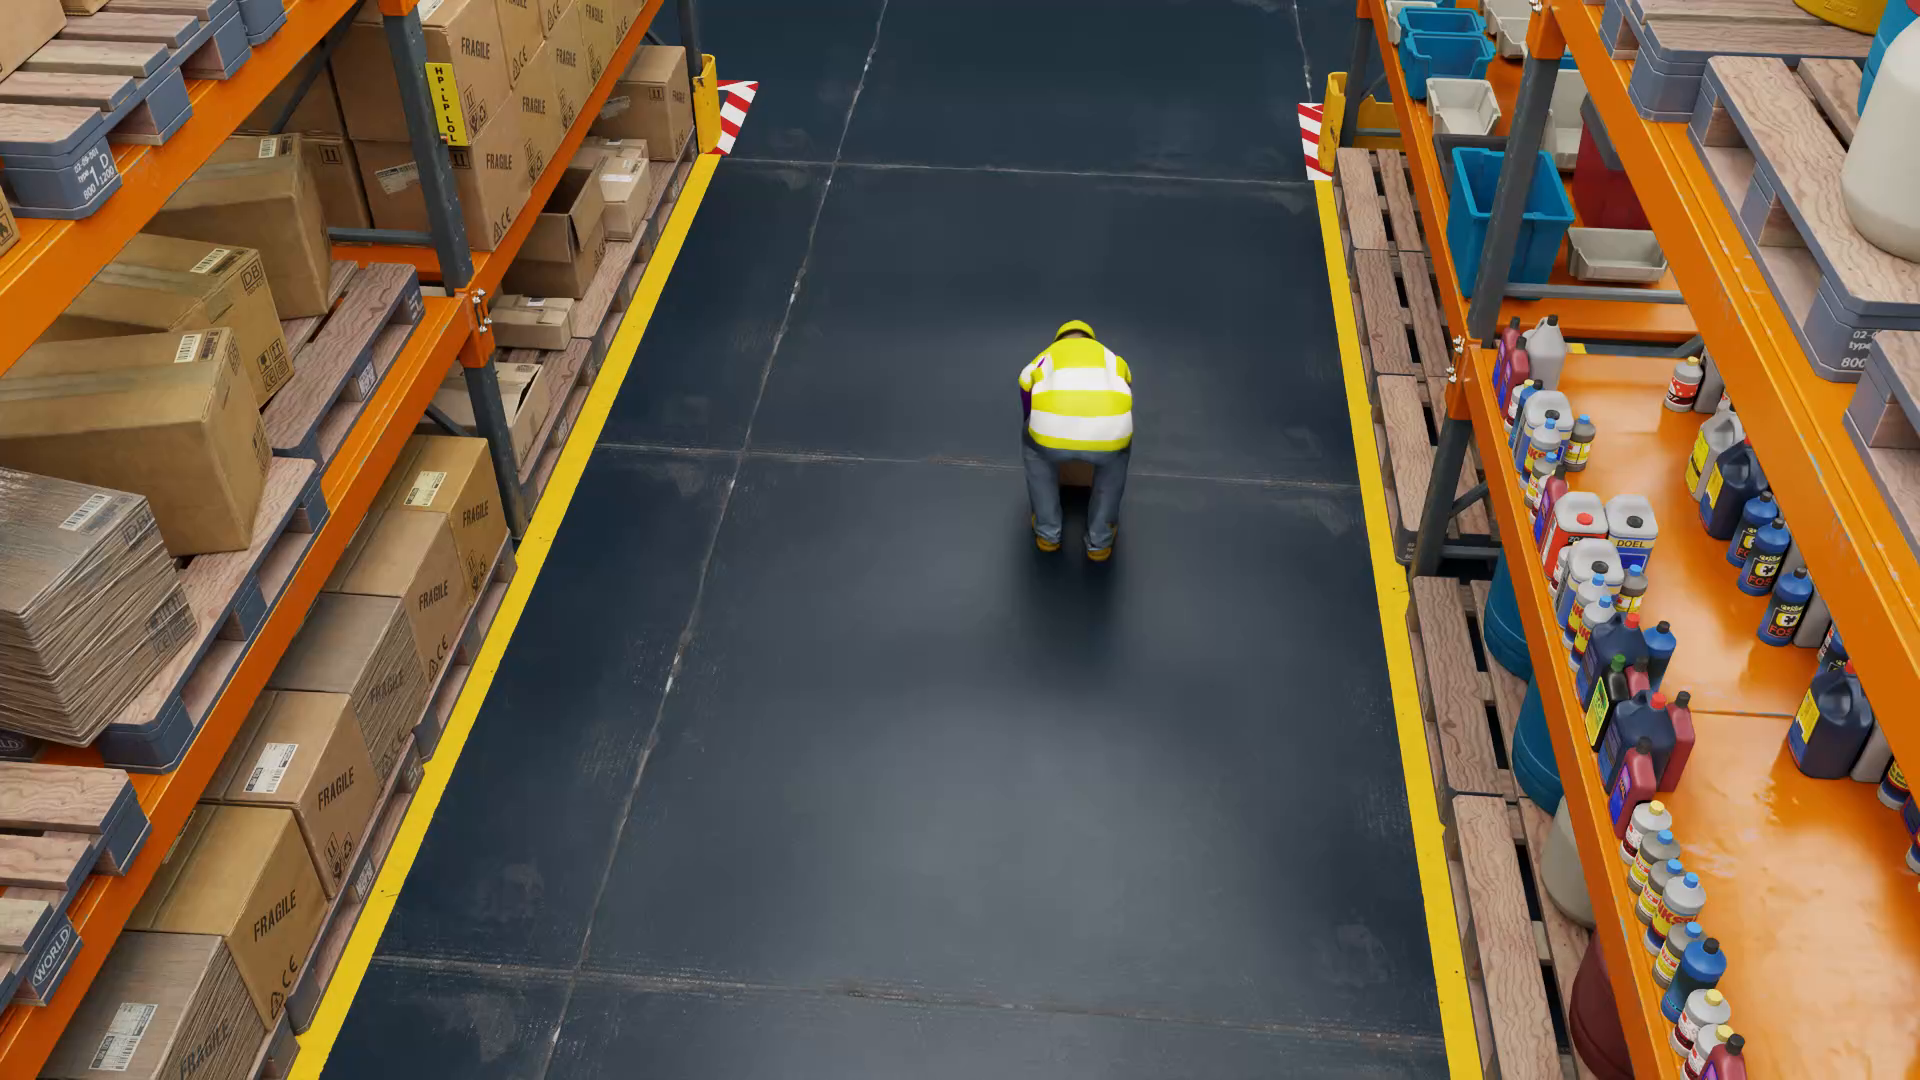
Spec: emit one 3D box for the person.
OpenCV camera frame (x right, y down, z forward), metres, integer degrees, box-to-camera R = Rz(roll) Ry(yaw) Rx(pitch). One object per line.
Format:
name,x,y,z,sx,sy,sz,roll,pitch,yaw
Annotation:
person,12.113,-4.982,6.461,23.531,9.000,6.304,1,40,2
